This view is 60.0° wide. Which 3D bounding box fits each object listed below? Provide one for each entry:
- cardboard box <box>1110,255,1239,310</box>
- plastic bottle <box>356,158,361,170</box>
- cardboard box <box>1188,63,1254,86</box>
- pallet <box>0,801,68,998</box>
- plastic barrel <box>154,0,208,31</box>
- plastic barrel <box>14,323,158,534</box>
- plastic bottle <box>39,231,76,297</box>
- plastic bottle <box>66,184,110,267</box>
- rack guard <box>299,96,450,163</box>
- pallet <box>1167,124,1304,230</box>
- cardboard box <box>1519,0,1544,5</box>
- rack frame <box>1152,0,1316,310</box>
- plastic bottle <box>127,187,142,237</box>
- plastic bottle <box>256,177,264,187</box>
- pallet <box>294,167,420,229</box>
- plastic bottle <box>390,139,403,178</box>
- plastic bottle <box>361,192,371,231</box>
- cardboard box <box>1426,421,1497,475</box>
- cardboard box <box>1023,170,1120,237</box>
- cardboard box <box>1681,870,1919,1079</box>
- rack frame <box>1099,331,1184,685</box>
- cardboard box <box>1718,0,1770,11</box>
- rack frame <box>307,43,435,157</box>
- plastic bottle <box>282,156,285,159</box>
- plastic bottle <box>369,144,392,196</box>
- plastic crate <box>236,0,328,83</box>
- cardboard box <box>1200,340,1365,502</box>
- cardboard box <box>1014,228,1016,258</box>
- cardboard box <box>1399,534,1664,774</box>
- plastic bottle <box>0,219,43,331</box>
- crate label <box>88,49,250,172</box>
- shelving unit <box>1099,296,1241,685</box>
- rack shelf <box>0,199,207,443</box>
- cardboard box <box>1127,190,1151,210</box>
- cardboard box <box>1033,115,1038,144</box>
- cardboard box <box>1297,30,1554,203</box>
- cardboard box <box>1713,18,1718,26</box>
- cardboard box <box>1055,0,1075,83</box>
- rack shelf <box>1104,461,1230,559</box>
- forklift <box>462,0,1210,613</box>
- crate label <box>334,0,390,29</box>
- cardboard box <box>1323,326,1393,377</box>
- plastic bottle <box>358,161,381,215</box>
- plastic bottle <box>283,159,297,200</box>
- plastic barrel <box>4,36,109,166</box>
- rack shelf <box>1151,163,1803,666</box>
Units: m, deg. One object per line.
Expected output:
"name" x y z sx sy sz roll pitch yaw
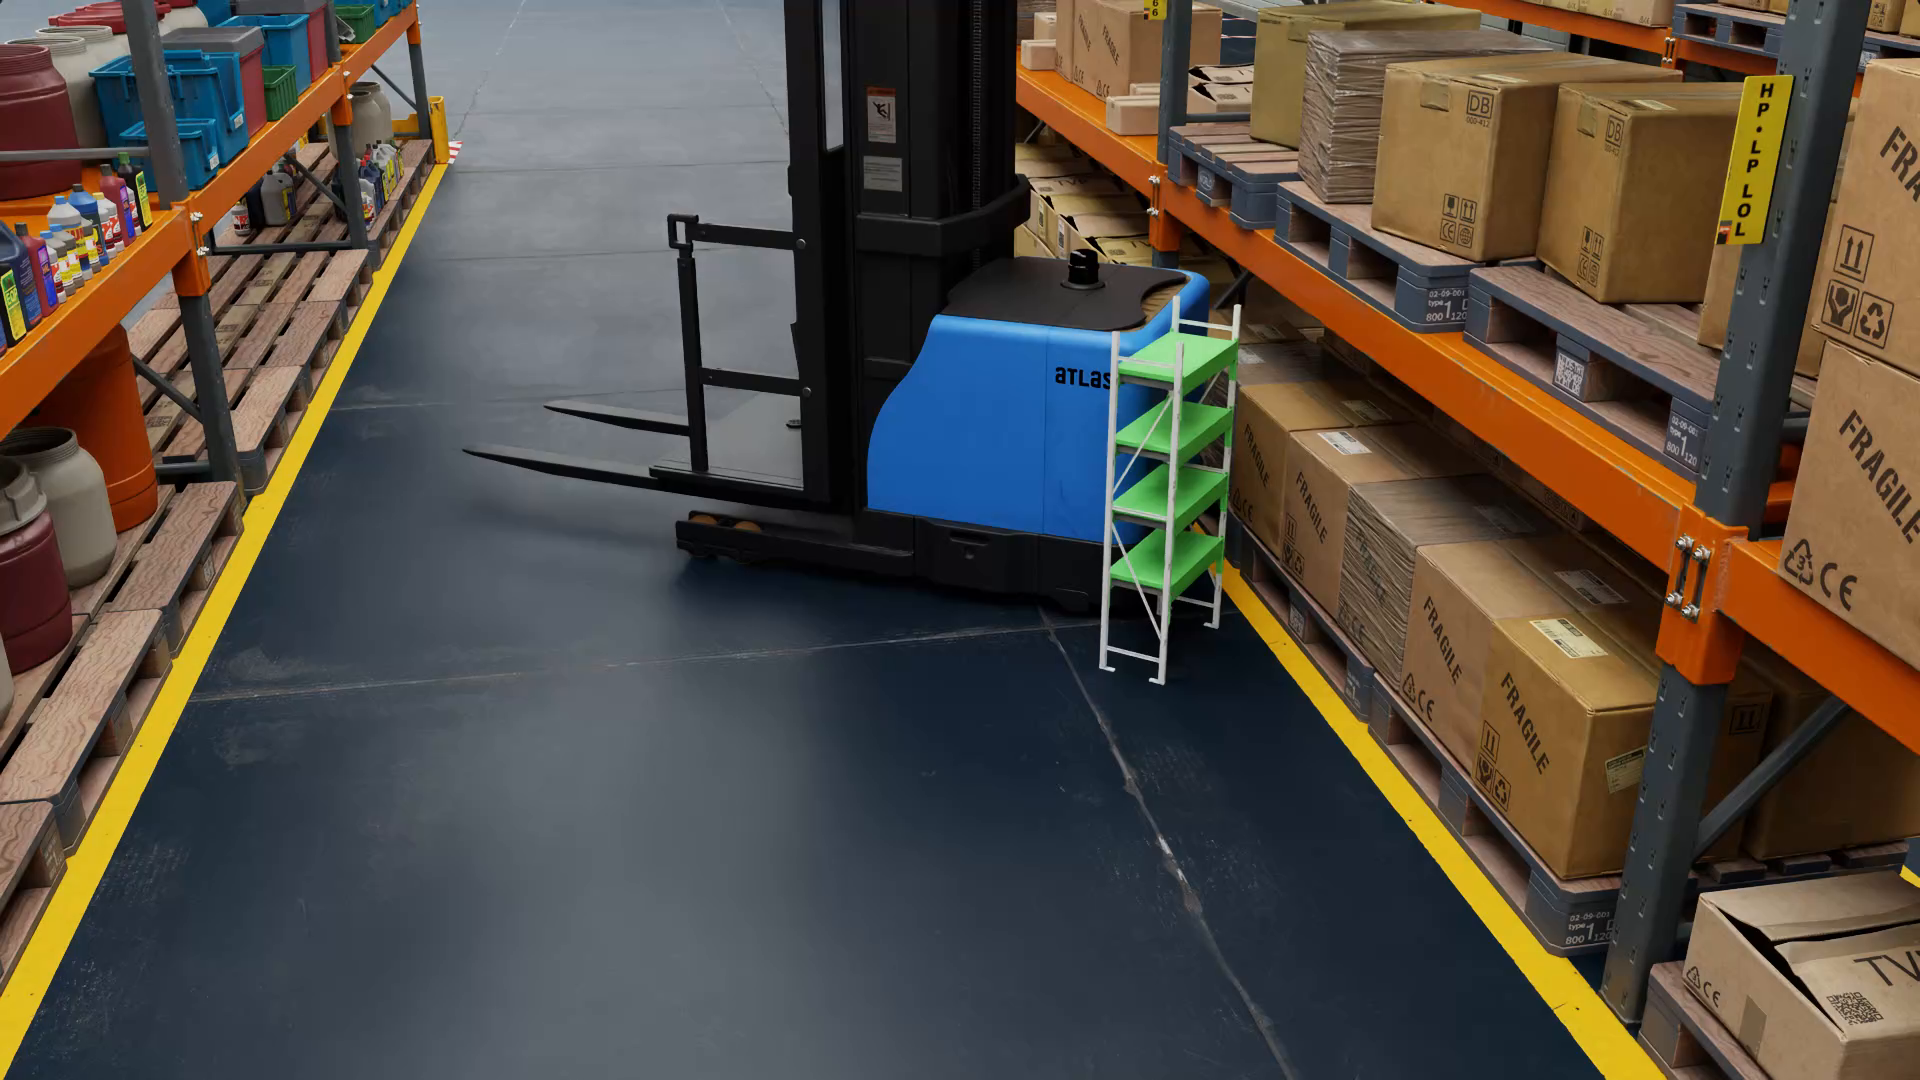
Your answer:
"cardboard box" 1.016 -1.201 7.963 0.500 0.311 0.500 -4 24 -8
"plastic bottle" -4.249 -2.555 11.705 0.152 0.276 0.135 -4 24 -10
"cardboard box" 1.380 -2.150 8.035 0.500 0.311 0.500 -5 24 -10
"pallet" -2.876 1.086 4.001 1.003 0.211 1.213 -4 24 -10
"plastic barrel" -4.292 -2.702 9.020 0.433 0.535 0.433 0 24 0
"plastic barrel" -3.407 -0.466 6.256 0.600 0.830 0.708 -4 24 -10
"plastic bottle" -2.866 -0.873 5.250 0.097 0.201 0.097 0 24 0
"plastic bottle" -2.938 -1.059 5.587 0.097 0.271 0.097 0 24 0
"rack guard" -4.933 -3.434 13.988 1.175 0.500 0.348 -4 24 -10
"pallet" 1.549 -1.475 6.619 1.213 0.211 1.003 -4 24 -10
"cardboard box" 4.811 -4.461 13.379 0.500 0.250 0.500 -4 24 -9
"rack frame" 1.355 -1.824 7.179 1.000 3.000 0.127 -4 24 -10
"plastic bottle" -3.016 -1.194 5.984 0.097 0.201 0.097 0 24 0
"plastic bottle" -4.691 -2.328 11.092 0.144 0.351 0.185 -6 24 -12
"pallet" -4.566 -2.503 12.217 1.003 0.211 1.213 -4 24 -10
"plastic bottle" -4.183 -2.828 12.322 0.061 0.283 0.133 -4 24 -8
"plastic bottle" -3.882 -2.142 10.765 0.097 0.271 0.097 0 24 0
"cardboard box" 1.957 -0.120 5.851 0.500 0.500 0.500 -5 24 -12
"cardboard box" 0.631 -2.005 9.804 0.500 0.311 0.500 -5 24 -11
"cardboard box" 1.960 0.961 3.612 0.500 0.311 0.500 -4 24 -10
"rack frame" 0.588 -0.085 5.446 0.240 1.200 0.015 13 27 27
"cardboard box" 5.543 -3.810 11.052 0.700 0.500 0.500 -4 24 -10
"rack frame" -4.993 -4.606 13.548 1.000 3.000 0.127 -4 24 -10
"plastic bottle" -4.901 -2.686 12.012 0.097 0.271 0.097 0 24 0
"plastic bottle" -4.108 -2.610 11.738 0.144 0.351 0.185 -4 24 -10
"plastic crate" -3.863 -2.894 9.549 0.402 0.464 0.583 -4 24 -10
"cardboard box" 1.261 -0.475 6.662 0.500 0.500 0.500 -5 24 -12
"cardboard box" 0.540 -1.952 10.382 0.500 0.250 0.500 -4 24 -8
"cardboard box" 1.638 0.325 4.831 0.500 0.500 0.500 -4 24 -10
"plastic bottle" -2.820 -0.794 4.881 0.144 0.351 0.185 -4 24 -10
"crate label" -3.432 -1.886 7.277 0.502 0.435 0.616 -4 24 -10
"shelving unit" 0.710 -0.170 5.640 0.258 1.200 0.503 13 27 27
"rack shelf" -3.144 -0.343 4.686 1.077 0.370 4.000 -4 24 -10
"cardboard box" 1.254 -1.850 9.449 0.500 0.311 0.500 -5 24 -10
"cardboard box" 0.737 -3.075 12.017 0.500 0.500 0.500 -4 24 -10
"cardboard box" 1.564 -1.449 5.671 0.700 0.500 0.500 0 24 0
"cardboard box" 5.607 -3.907 12.110 0.500 0.250 0.500 -4 24 -9
"cardboard box" 0.839 -2.933 9.593 0.500 0.500 0.500 -3 24 -6
"rack shelf" 0.710 -0.111 5.666 0.258 0.148 0.480 13 27 27
"forklift" -0.588 -1.433 6.369 3.031 2.935 1.130 9 25 19
"crate label" -4.387 -3.918 11.929 0.502 0.435 0.616 -4 24 -10
"cardboard box" 1.773 -0.852 6.589 0.500 0.250 0.500 -3 24 -8
"plastic bottle" -3.995 -2.368 11.185 0.144 0.351 0.185 -4 24 -8
"plastic bottle" -4.673 -2.496 11.562 0.061 0.283 0.133 -4 24 -10
"plastic barrel" -3.914 -1.899 7.211 0.421 0.512 0.421 0 24 0
"rack shelf" 1.725 -0.708 5.522 1.077 0.370 4.000 -4 24 -10
